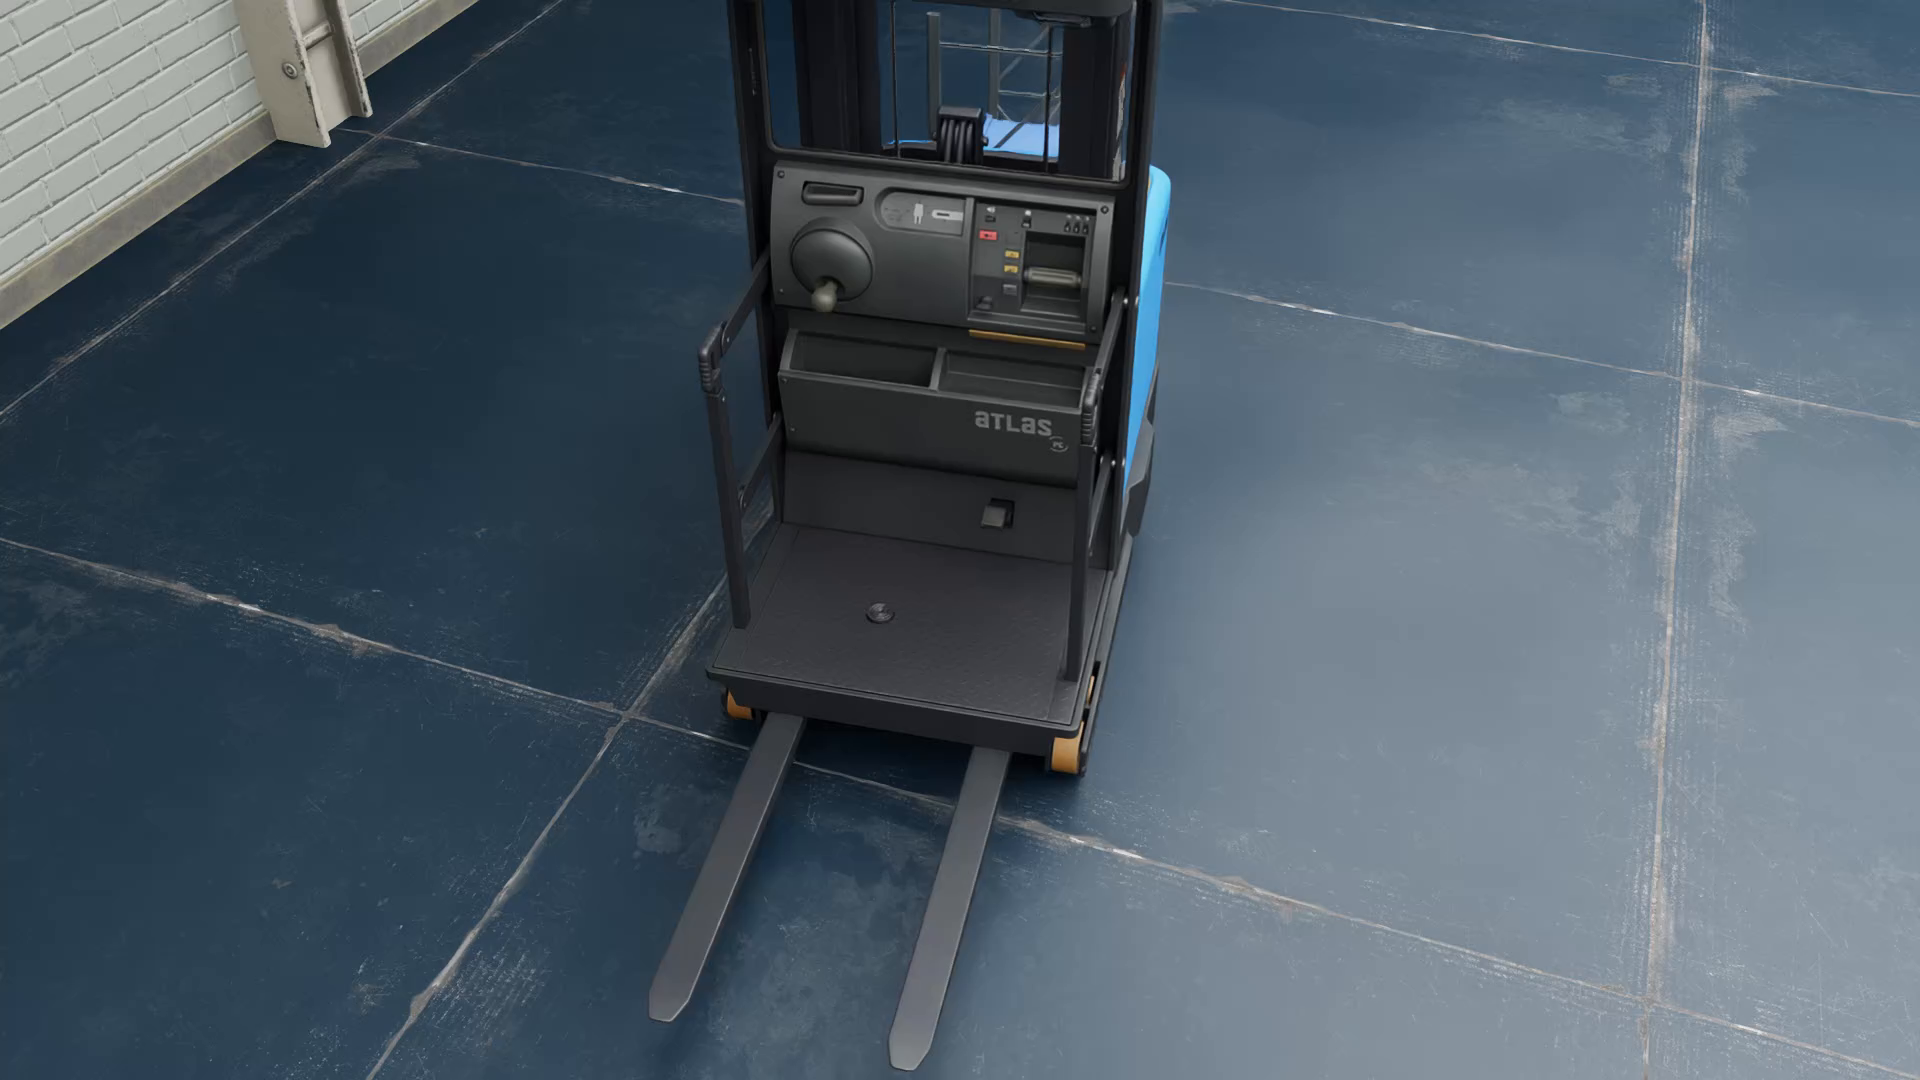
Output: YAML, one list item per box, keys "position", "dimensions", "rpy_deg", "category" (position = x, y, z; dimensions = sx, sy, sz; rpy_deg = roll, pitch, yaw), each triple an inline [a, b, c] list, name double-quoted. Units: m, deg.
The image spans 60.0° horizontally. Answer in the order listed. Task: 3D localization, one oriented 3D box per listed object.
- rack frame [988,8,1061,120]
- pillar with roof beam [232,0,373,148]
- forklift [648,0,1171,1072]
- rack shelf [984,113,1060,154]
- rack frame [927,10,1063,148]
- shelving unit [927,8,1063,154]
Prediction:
- position: [0.361, -1.777, 6.677]
  dimensions: [0.500, 1.500, 0.032]
  rpy_deg: [8, 41, 10]
  category: "rack frame"
- position: [0.933, -4.495, 4.086]
  dimensions: [9.100, 9.000, 0.400]
  rpy_deg: [13, 42, 15]
  category: "pillar with roof beam"
- position: [-0.102, -0.694, 4.305]
  dimensions: [1.130, 2.935, 3.031]
  rpy_deg: [8, 41, 10]
  category: "forklift"
- position: [0.250, -1.318, 6.417]
  dimensions: [0.538, 0.185, 1.000]
  rpy_deg: [8, 41, 10]
  category: "rack shelf"
- position: [0.139, -1.133, 5.923]
  dimensions: [0.500, 1.500, 0.032]
  rpy_deg: [8, 41, 10]
  category: "rack frame"
- position: [0.250, -1.455, 6.300]
  dimensions: [0.538, 1.500, 1.048]
  rpy_deg: [8, 41, 10]
  category: "shelving unit"
